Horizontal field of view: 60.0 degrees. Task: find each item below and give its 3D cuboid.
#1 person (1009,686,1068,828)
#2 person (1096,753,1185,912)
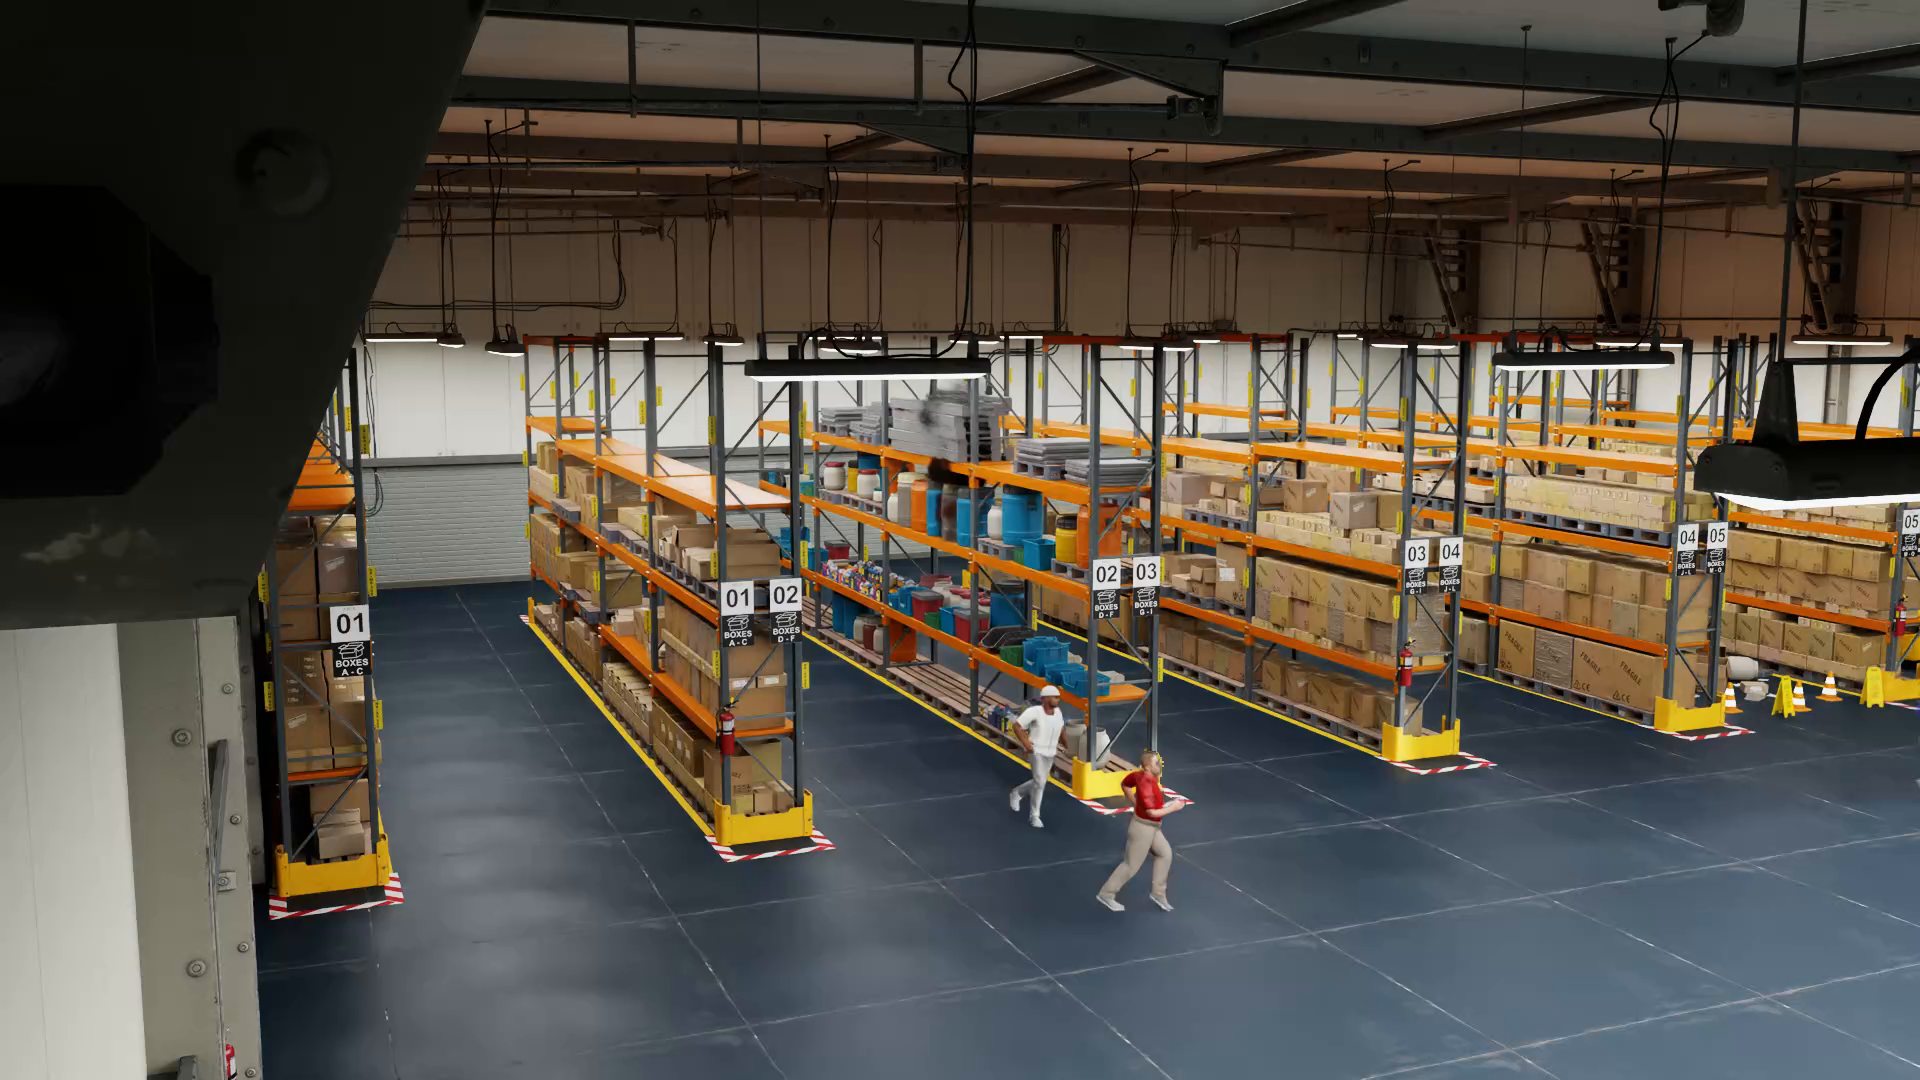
[{"bbox_3d":[1.023,2.705,21.193,0.742,1.729,0.786,-6,10,-39],"label":"person"},{"bbox_3d":[1.927,3.140,17.752,0.925,1.787,0.672,1,8,5],"label":"person"}]
